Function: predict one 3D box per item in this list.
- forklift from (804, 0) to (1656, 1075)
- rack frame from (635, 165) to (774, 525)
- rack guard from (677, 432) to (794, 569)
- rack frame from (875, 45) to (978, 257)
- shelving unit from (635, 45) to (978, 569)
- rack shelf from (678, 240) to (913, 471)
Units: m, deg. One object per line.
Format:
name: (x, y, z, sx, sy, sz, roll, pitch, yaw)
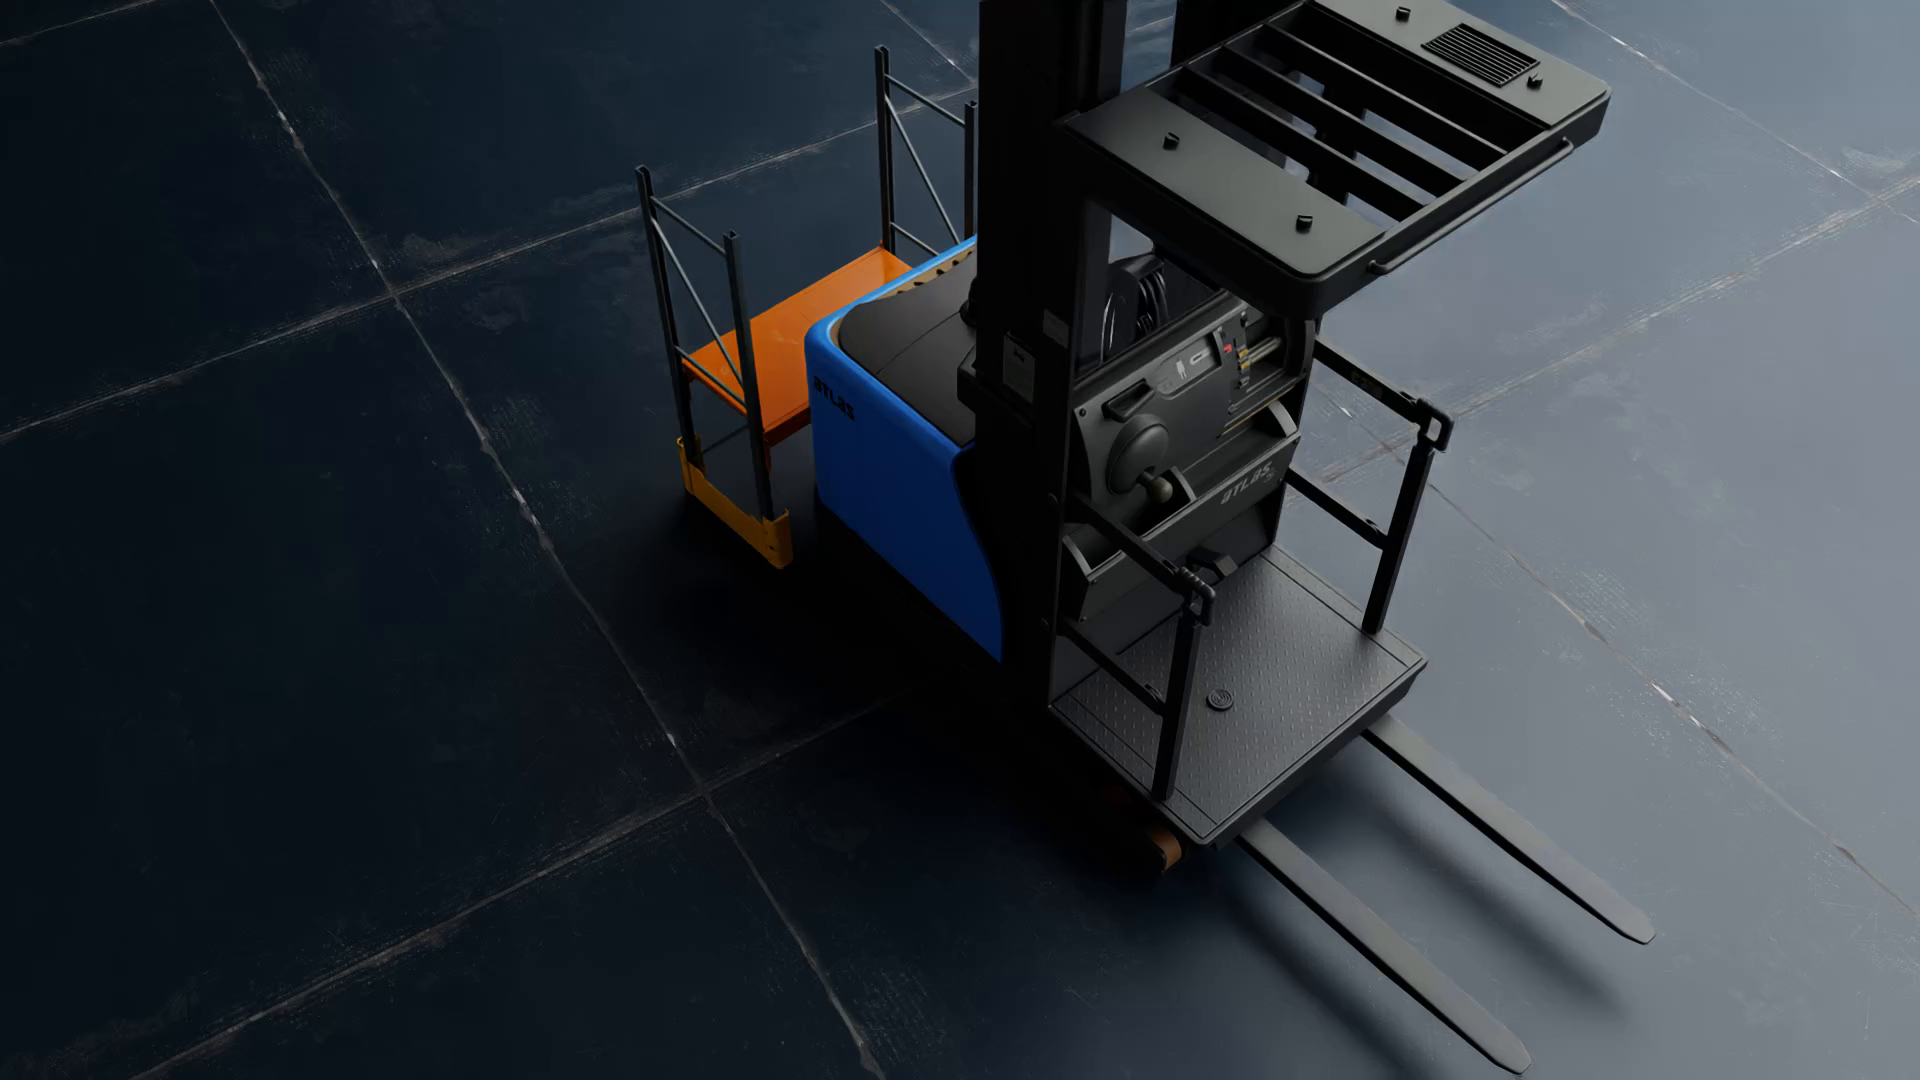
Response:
forklift: (0.817, -0.354, 4.603, 1.130, 2.935, 3.031, -33, 56, -26)
rack frame: (-0.855, -0.558, 5.742, 0.032, 1.500, 0.500, -35, 57, -27)
rack guard: (-0.840, -0.152, 6.218, 0.087, 0.250, 0.587, -35, 57, -27)
rack frame: (-0.114, -1.078, 6.206, 0.032, 1.500, 0.500, -35, 57, -27)
shelving unit: (-0.478, -0.822, 5.978, 1.083, 1.500, 0.587, -35, 57, -27)
rack shelf: (-0.485, -0.698, 6.108, 1.000, 0.185, 0.538, -35, 57, -27)
